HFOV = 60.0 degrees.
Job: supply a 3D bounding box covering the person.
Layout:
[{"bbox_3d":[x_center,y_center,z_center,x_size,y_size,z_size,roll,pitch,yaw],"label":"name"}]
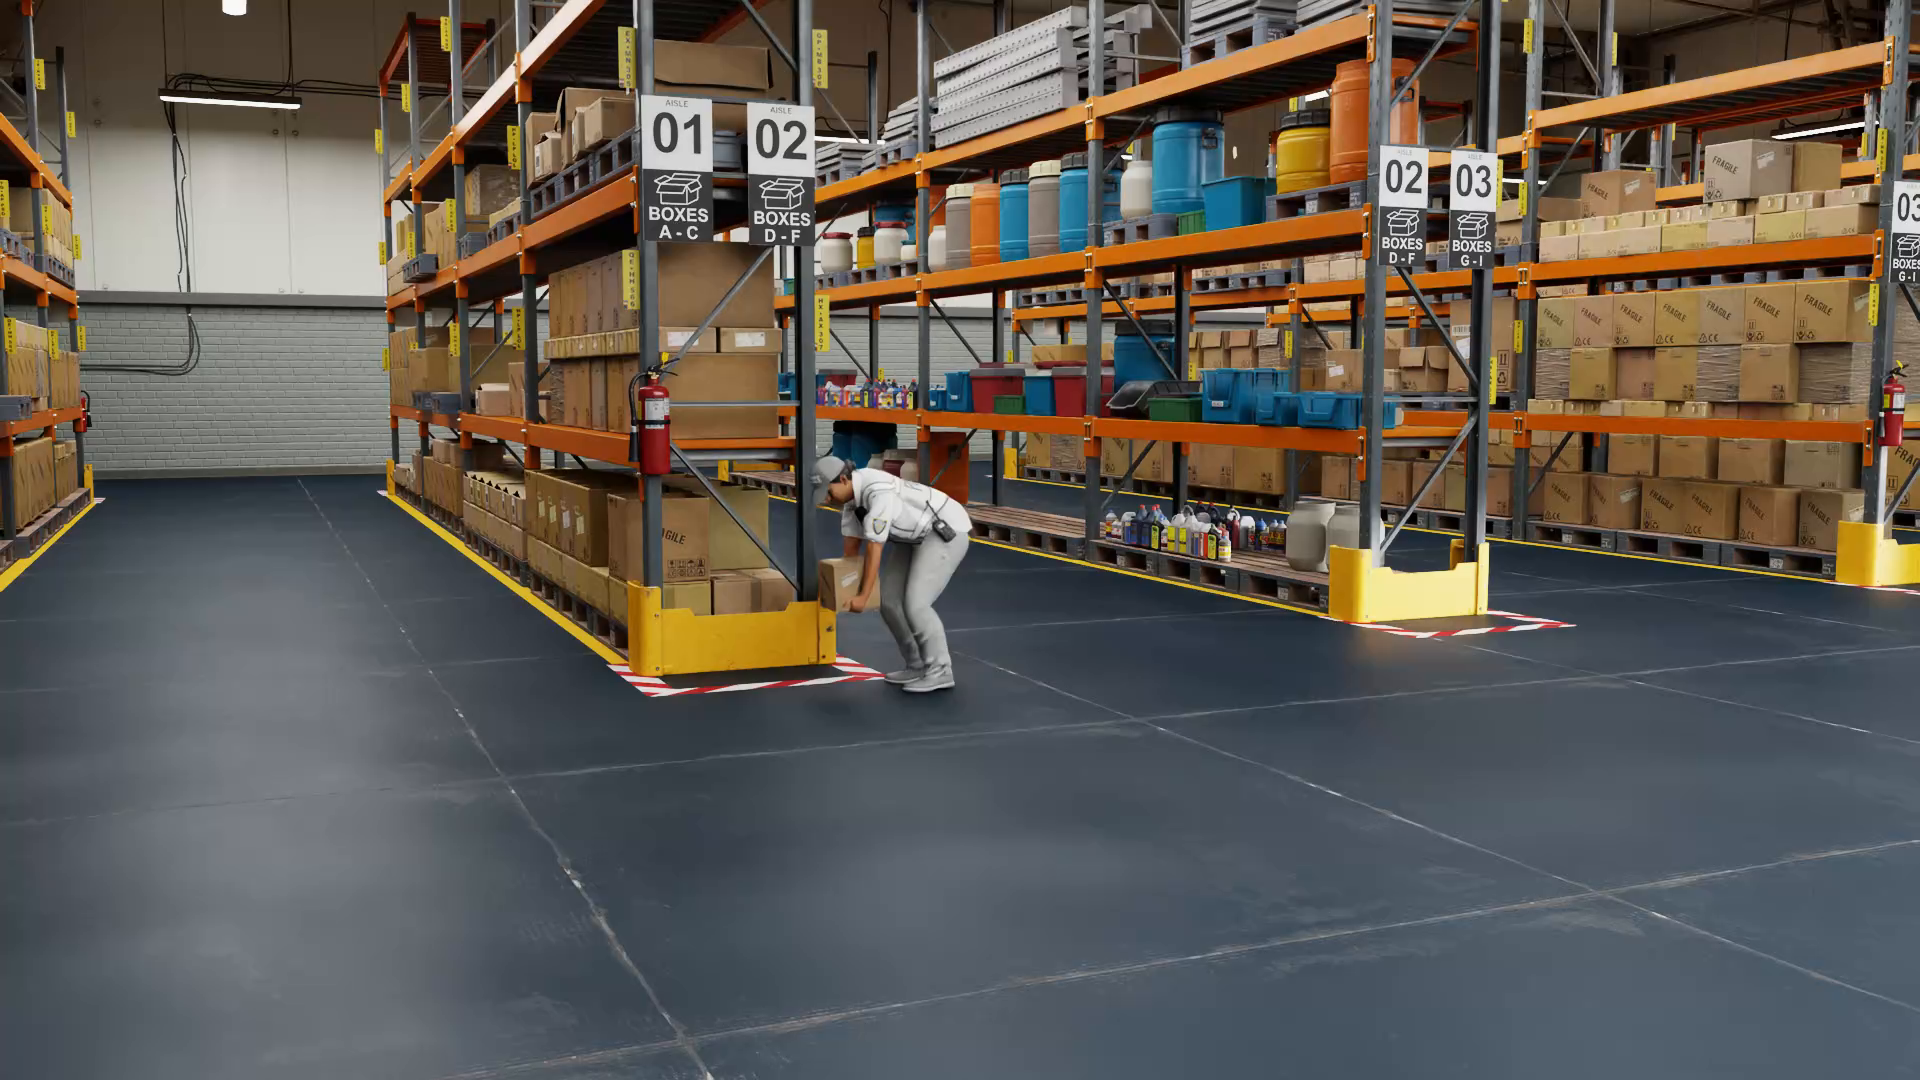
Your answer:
[{"bbox_3d":[-0.378,0.174,8.850,0.893,1.257,0.477,-3,6,-26],"label":"person"}]
